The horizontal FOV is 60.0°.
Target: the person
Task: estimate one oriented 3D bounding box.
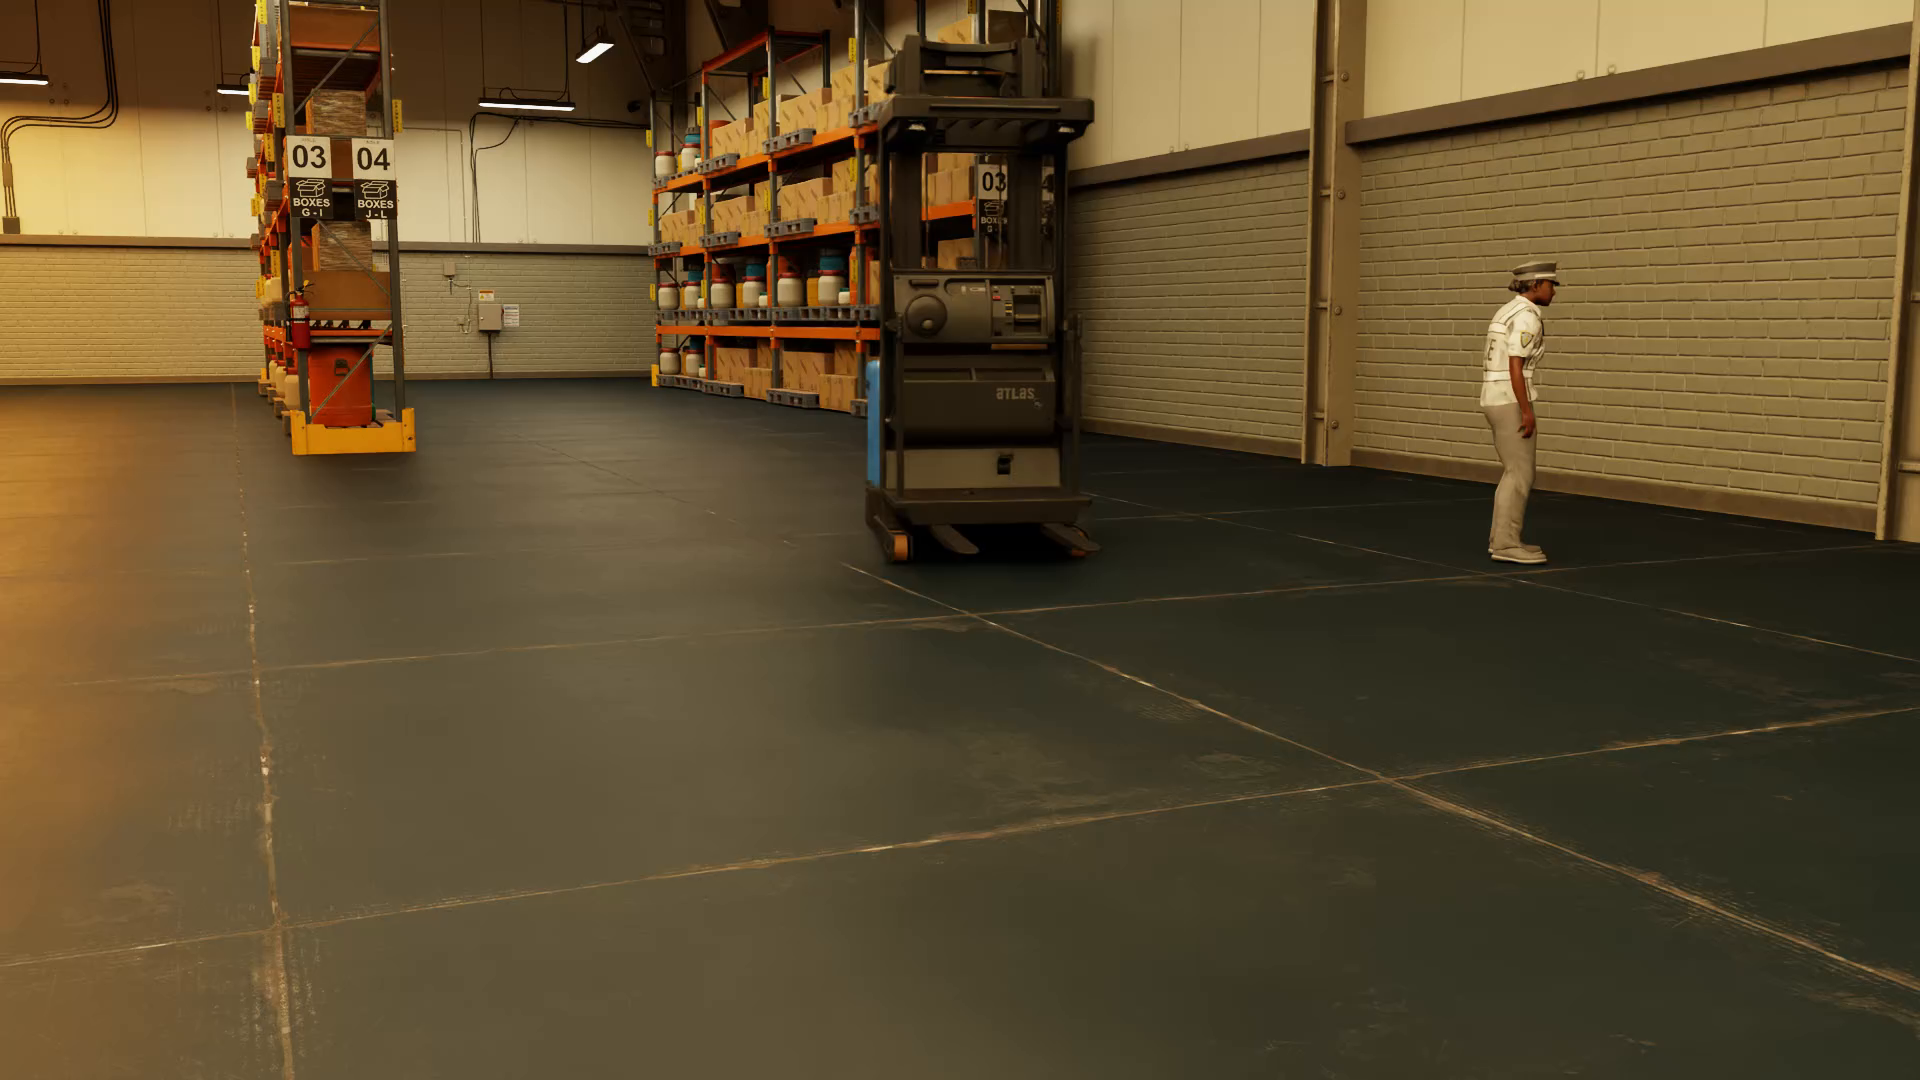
[{"bbox_3d":[3.112,-0.720,9.273,0.398,1.659,0.529,2,8,12],"label":"person"}]

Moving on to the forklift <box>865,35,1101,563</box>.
[{"bbox_3d":[0.117,-1.372,9.345,1.130,2.935,3.031,-1,8,-9],"label":"forklift"}]
